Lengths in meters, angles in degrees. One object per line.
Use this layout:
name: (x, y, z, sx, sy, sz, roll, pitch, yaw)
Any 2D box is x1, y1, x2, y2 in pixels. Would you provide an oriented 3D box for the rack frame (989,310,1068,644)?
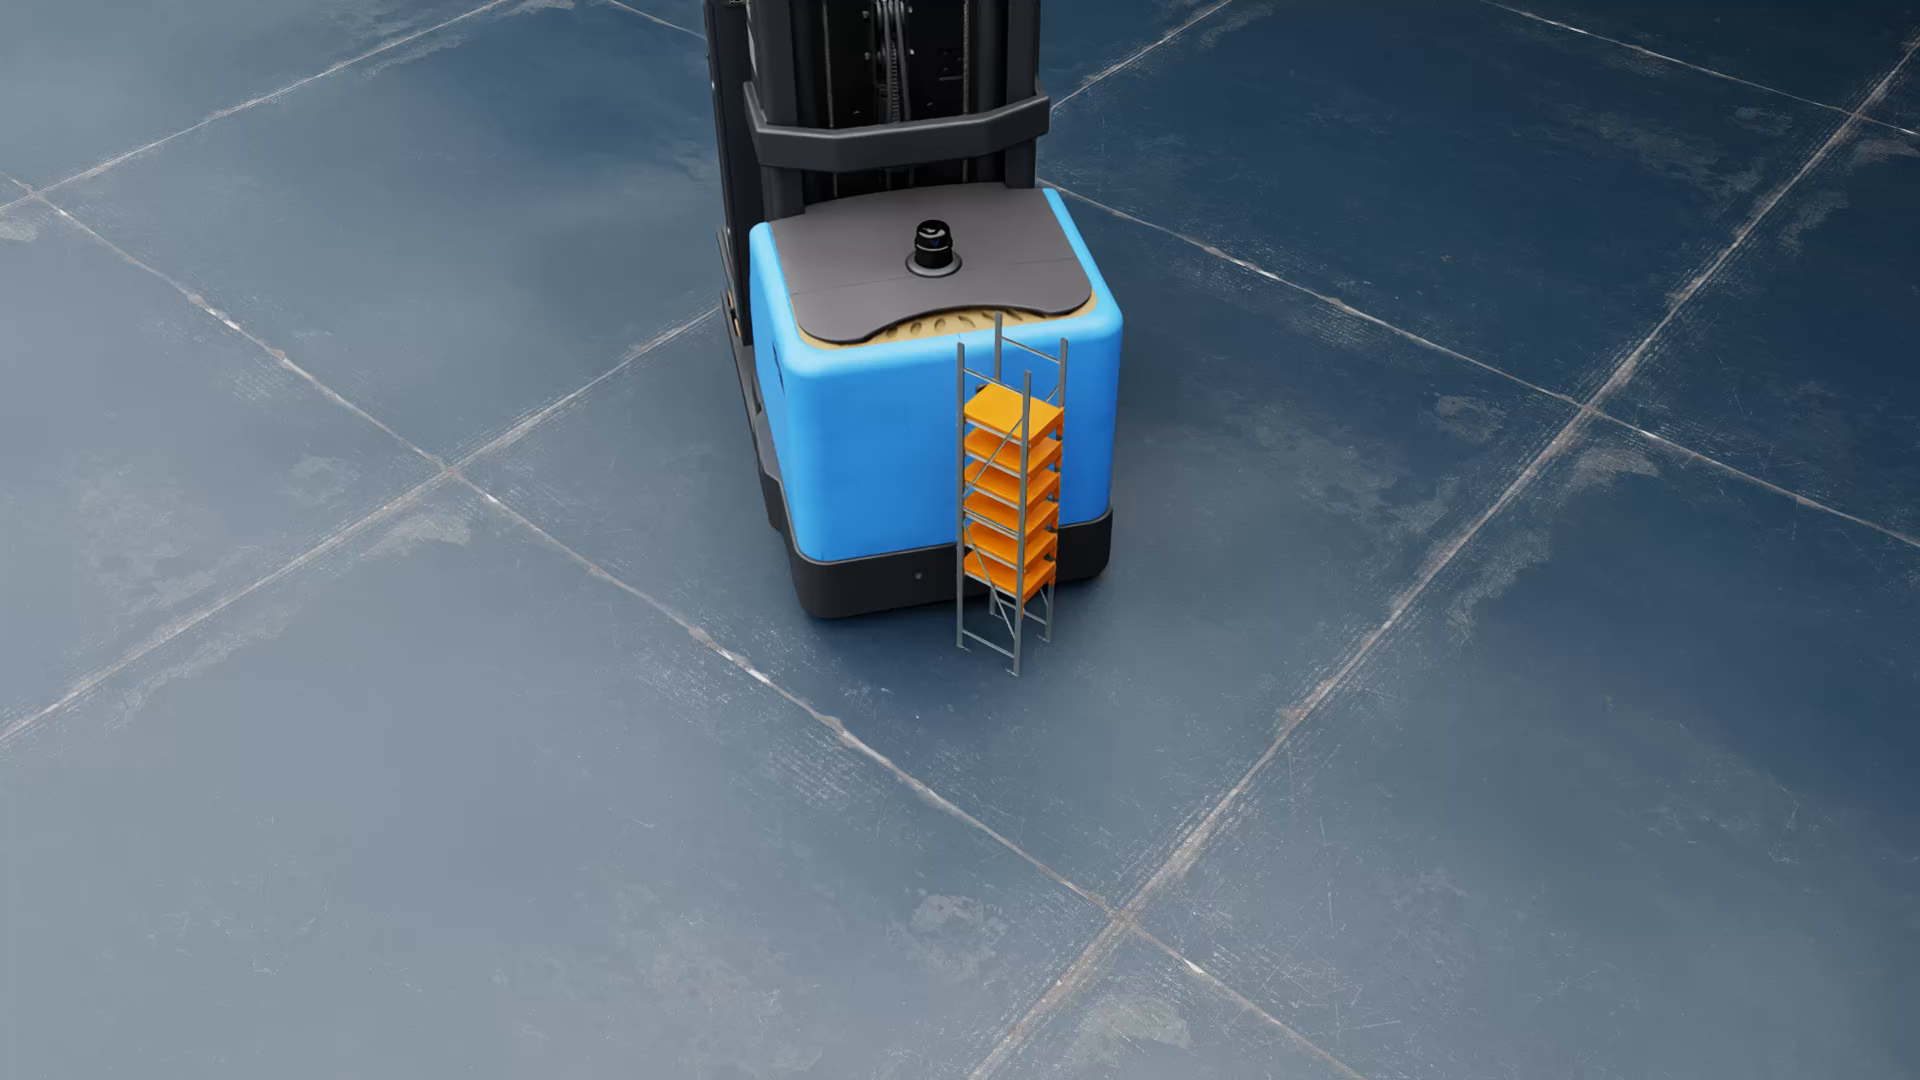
rack frame: (0.197, -0.154, 5.027, 0.240, 1.200, 0.006, 26, 48, 25)

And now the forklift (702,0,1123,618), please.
forklift: (-0.332, -1.836, 5.590, 1.130, 2.935, 3.031, -9, 43, -10)

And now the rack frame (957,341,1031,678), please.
rack frame: (0.091, -0.054, 4.917, 0.240, 1.200, 0.006, 26, 48, 25)

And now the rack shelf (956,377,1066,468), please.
rack shelf: (0.144, -0.337, 4.759, 0.258, 0.103, 0.180, 26, 48, 25)

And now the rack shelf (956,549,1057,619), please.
rack shelf: (0.143, 0.106, 5.164, 0.258, 0.103, 0.180, 26, 48, 25)

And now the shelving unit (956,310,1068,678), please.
shelving unit: (0.144, -0.104, 4.972, 0.258, 1.200, 0.189, 26, 48, 25)

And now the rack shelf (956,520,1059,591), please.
rack shelf: (0.144, 0.017, 5.083, 0.258, 0.103, 0.180, 26, 48, 25)

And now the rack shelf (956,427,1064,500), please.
rack shelf: (0.144, -0.249, 4.840, 0.258, 0.103, 0.180, 26, 48, 25)

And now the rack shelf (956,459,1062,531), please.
rack shelf: (0.144, -0.160, 4.921, 0.258, 0.103, 0.180, 26, 48, 25)

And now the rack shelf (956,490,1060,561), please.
rack shelf: (0.144, -0.071, 5.002, 0.258, 0.103, 0.180, 26, 48, 25)
